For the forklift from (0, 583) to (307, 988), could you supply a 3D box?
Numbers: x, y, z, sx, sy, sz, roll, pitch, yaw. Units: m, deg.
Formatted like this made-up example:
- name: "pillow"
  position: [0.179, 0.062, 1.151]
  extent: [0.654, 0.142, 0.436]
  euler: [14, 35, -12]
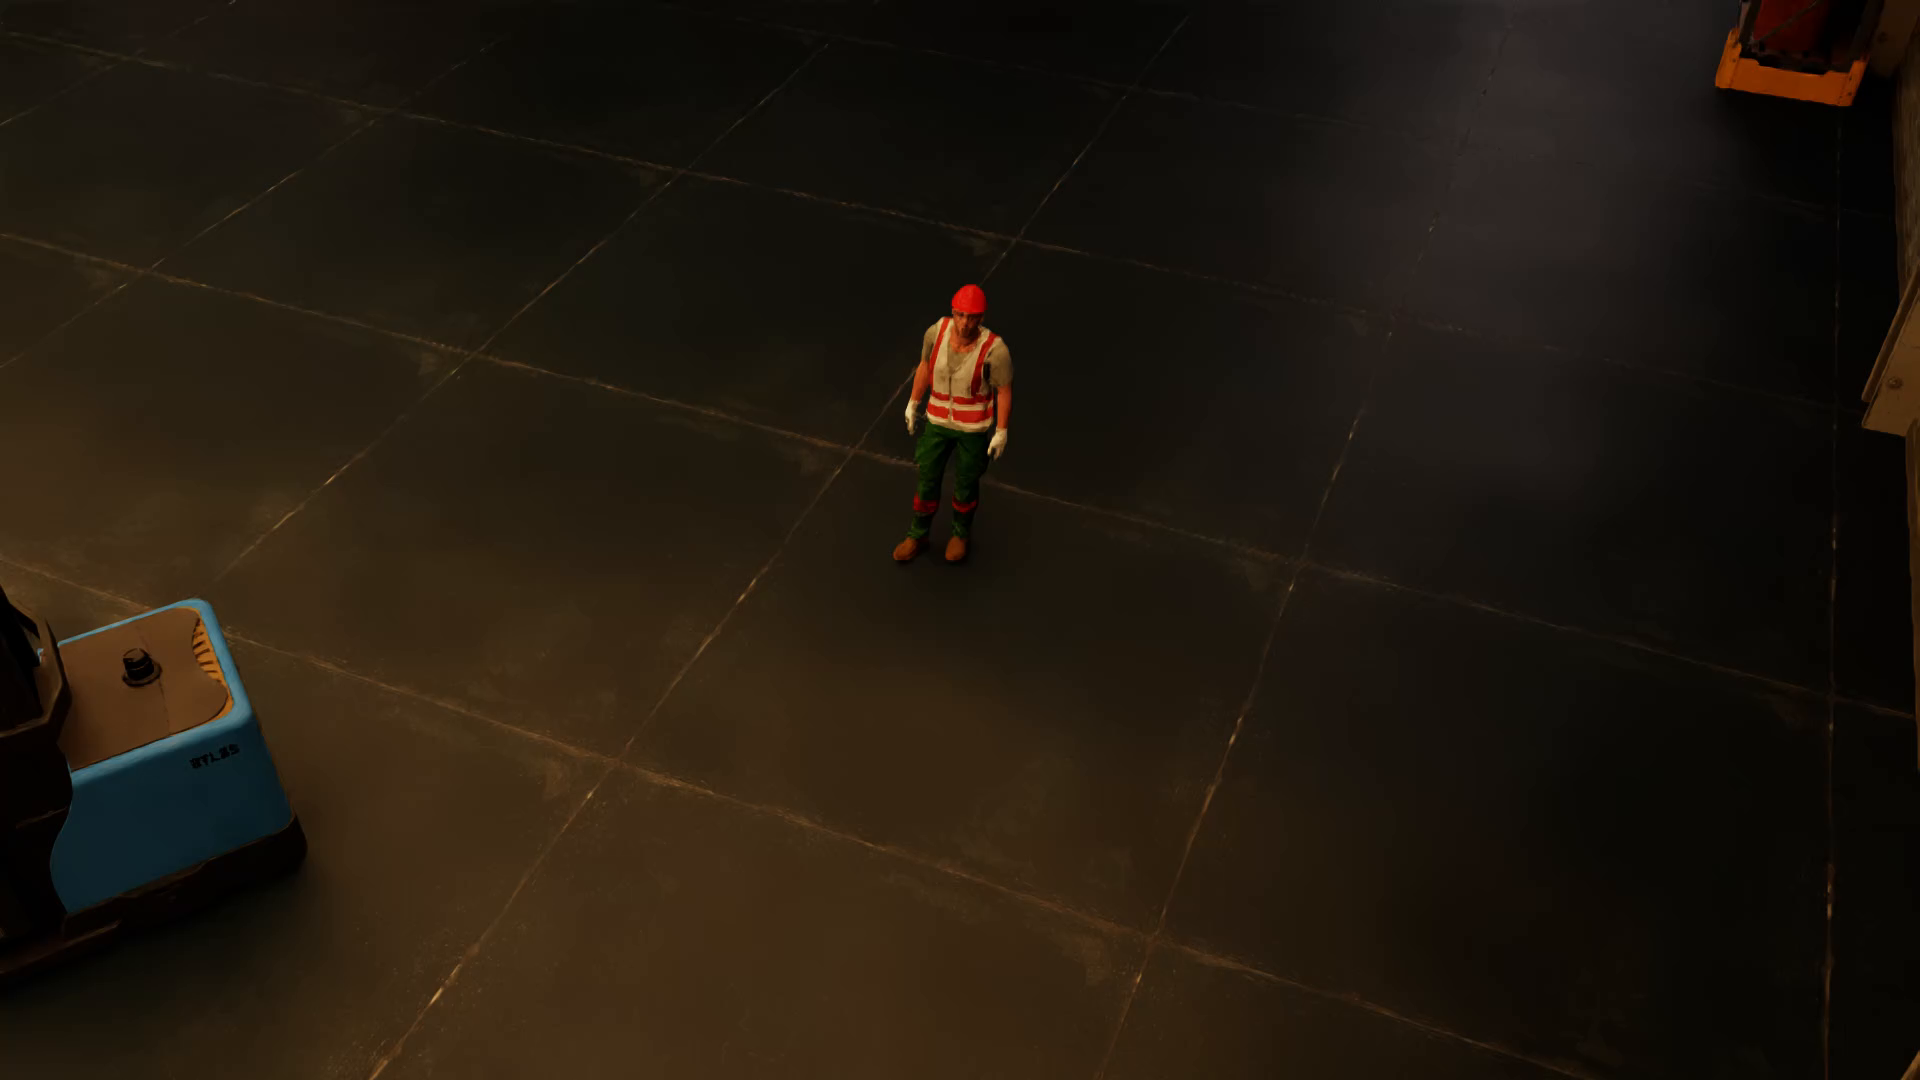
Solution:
- name: "forklift"
  position: [-4.798, 0.723, 7.142]
  extent: [3.031, 2.935, 1.130]
  euler: [-21, 44, -23]

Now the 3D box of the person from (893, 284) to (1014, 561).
- name: "person"
  position: [-0.041, -0.646, 9.657]
  extent: [0.637, 1.787, 0.563]
  euler: [15, 42, 17]
